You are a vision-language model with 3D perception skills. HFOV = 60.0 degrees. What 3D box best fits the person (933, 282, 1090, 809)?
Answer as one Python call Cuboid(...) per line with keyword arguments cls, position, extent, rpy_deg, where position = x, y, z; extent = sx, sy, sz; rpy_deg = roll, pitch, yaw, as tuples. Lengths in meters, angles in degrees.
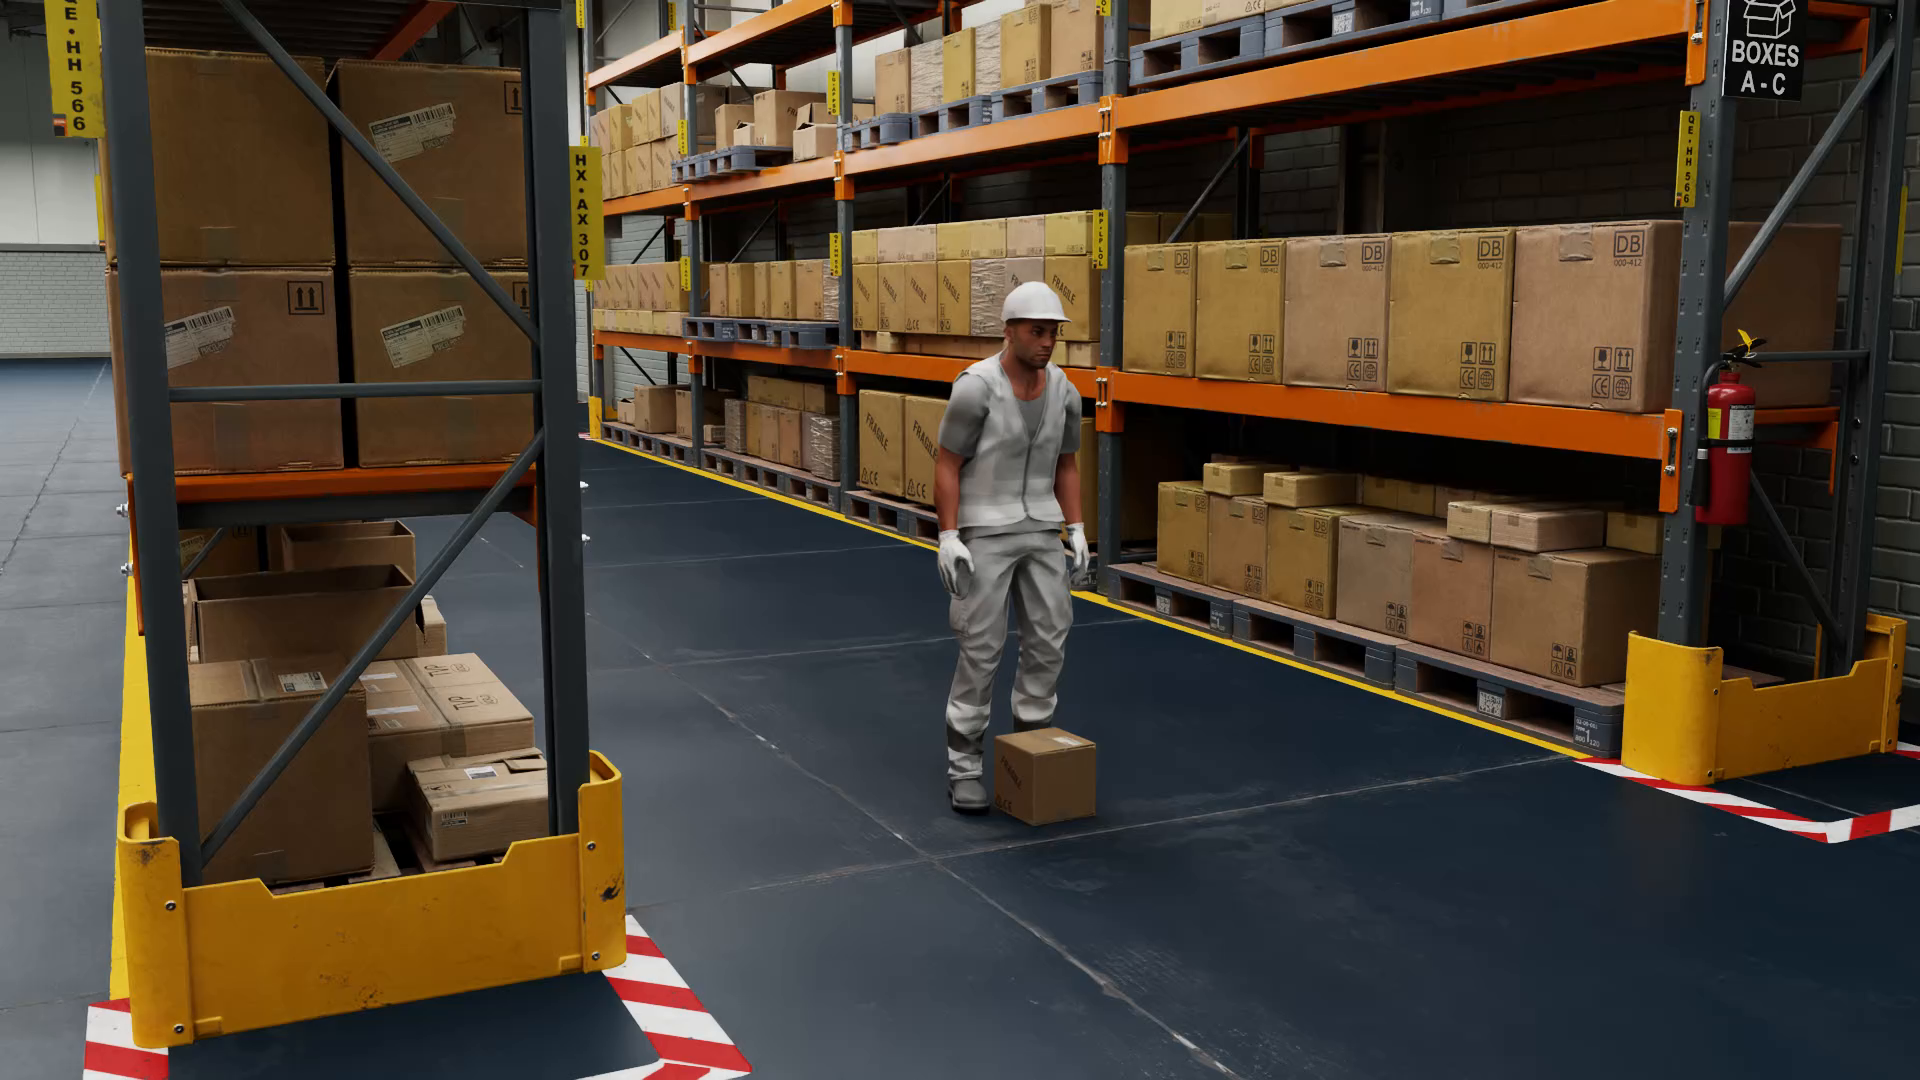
Cuboid(cls="person", position=(0.190, 0.013, 5.708), extent=(0.607, 1.777, 0.454), rpy_deg=(-5, 10, -29))
